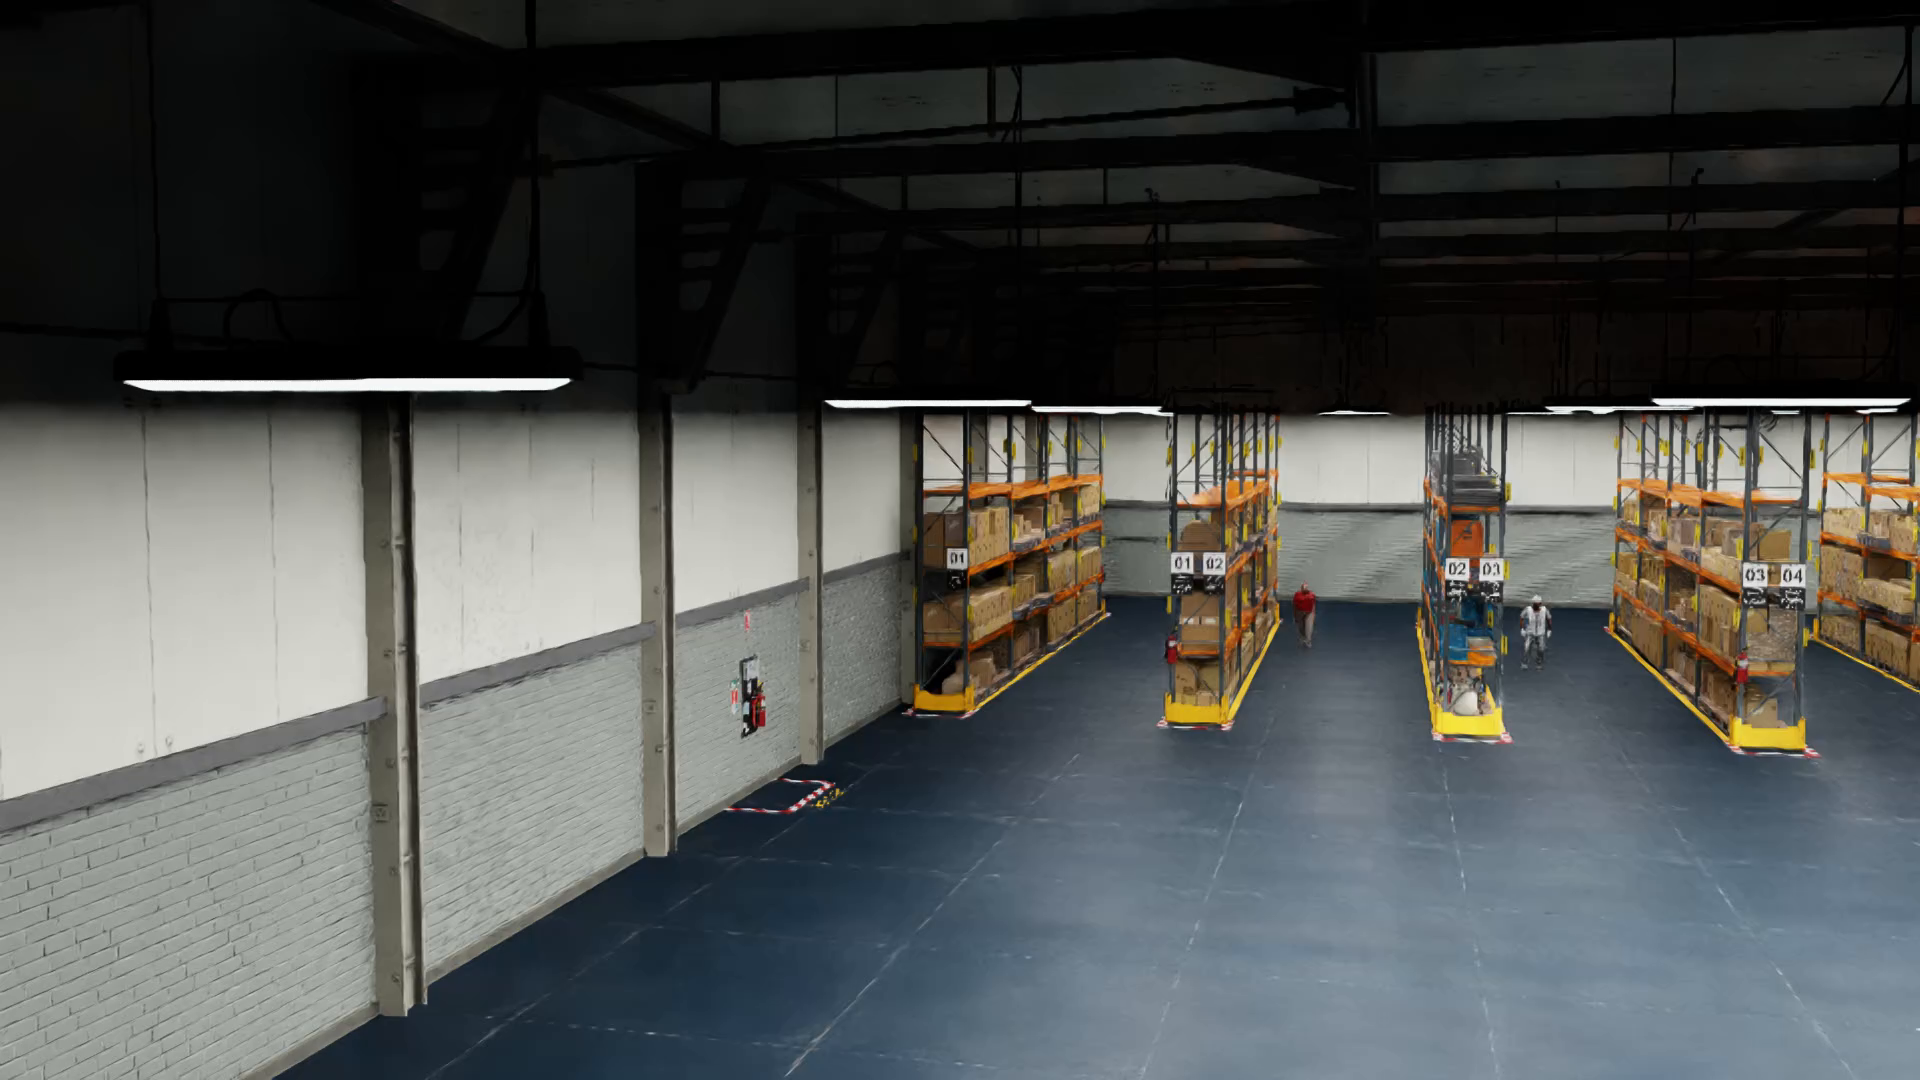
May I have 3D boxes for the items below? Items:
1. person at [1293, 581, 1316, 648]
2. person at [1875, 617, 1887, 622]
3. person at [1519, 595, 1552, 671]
[{"bbox_3d":[8.549,1.833,41.316,0.542,1.645,1.126,1,4,16],"label":"person"},{"bbox_3d":[25.047,1.594,45.258,0.500,1.585,0.460,-3,5,-38],"label":"person"},{"bbox_3d":[12.969,2.096,37.495,0.702,1.735,0.549,1,4,13],"label":"person"}]
